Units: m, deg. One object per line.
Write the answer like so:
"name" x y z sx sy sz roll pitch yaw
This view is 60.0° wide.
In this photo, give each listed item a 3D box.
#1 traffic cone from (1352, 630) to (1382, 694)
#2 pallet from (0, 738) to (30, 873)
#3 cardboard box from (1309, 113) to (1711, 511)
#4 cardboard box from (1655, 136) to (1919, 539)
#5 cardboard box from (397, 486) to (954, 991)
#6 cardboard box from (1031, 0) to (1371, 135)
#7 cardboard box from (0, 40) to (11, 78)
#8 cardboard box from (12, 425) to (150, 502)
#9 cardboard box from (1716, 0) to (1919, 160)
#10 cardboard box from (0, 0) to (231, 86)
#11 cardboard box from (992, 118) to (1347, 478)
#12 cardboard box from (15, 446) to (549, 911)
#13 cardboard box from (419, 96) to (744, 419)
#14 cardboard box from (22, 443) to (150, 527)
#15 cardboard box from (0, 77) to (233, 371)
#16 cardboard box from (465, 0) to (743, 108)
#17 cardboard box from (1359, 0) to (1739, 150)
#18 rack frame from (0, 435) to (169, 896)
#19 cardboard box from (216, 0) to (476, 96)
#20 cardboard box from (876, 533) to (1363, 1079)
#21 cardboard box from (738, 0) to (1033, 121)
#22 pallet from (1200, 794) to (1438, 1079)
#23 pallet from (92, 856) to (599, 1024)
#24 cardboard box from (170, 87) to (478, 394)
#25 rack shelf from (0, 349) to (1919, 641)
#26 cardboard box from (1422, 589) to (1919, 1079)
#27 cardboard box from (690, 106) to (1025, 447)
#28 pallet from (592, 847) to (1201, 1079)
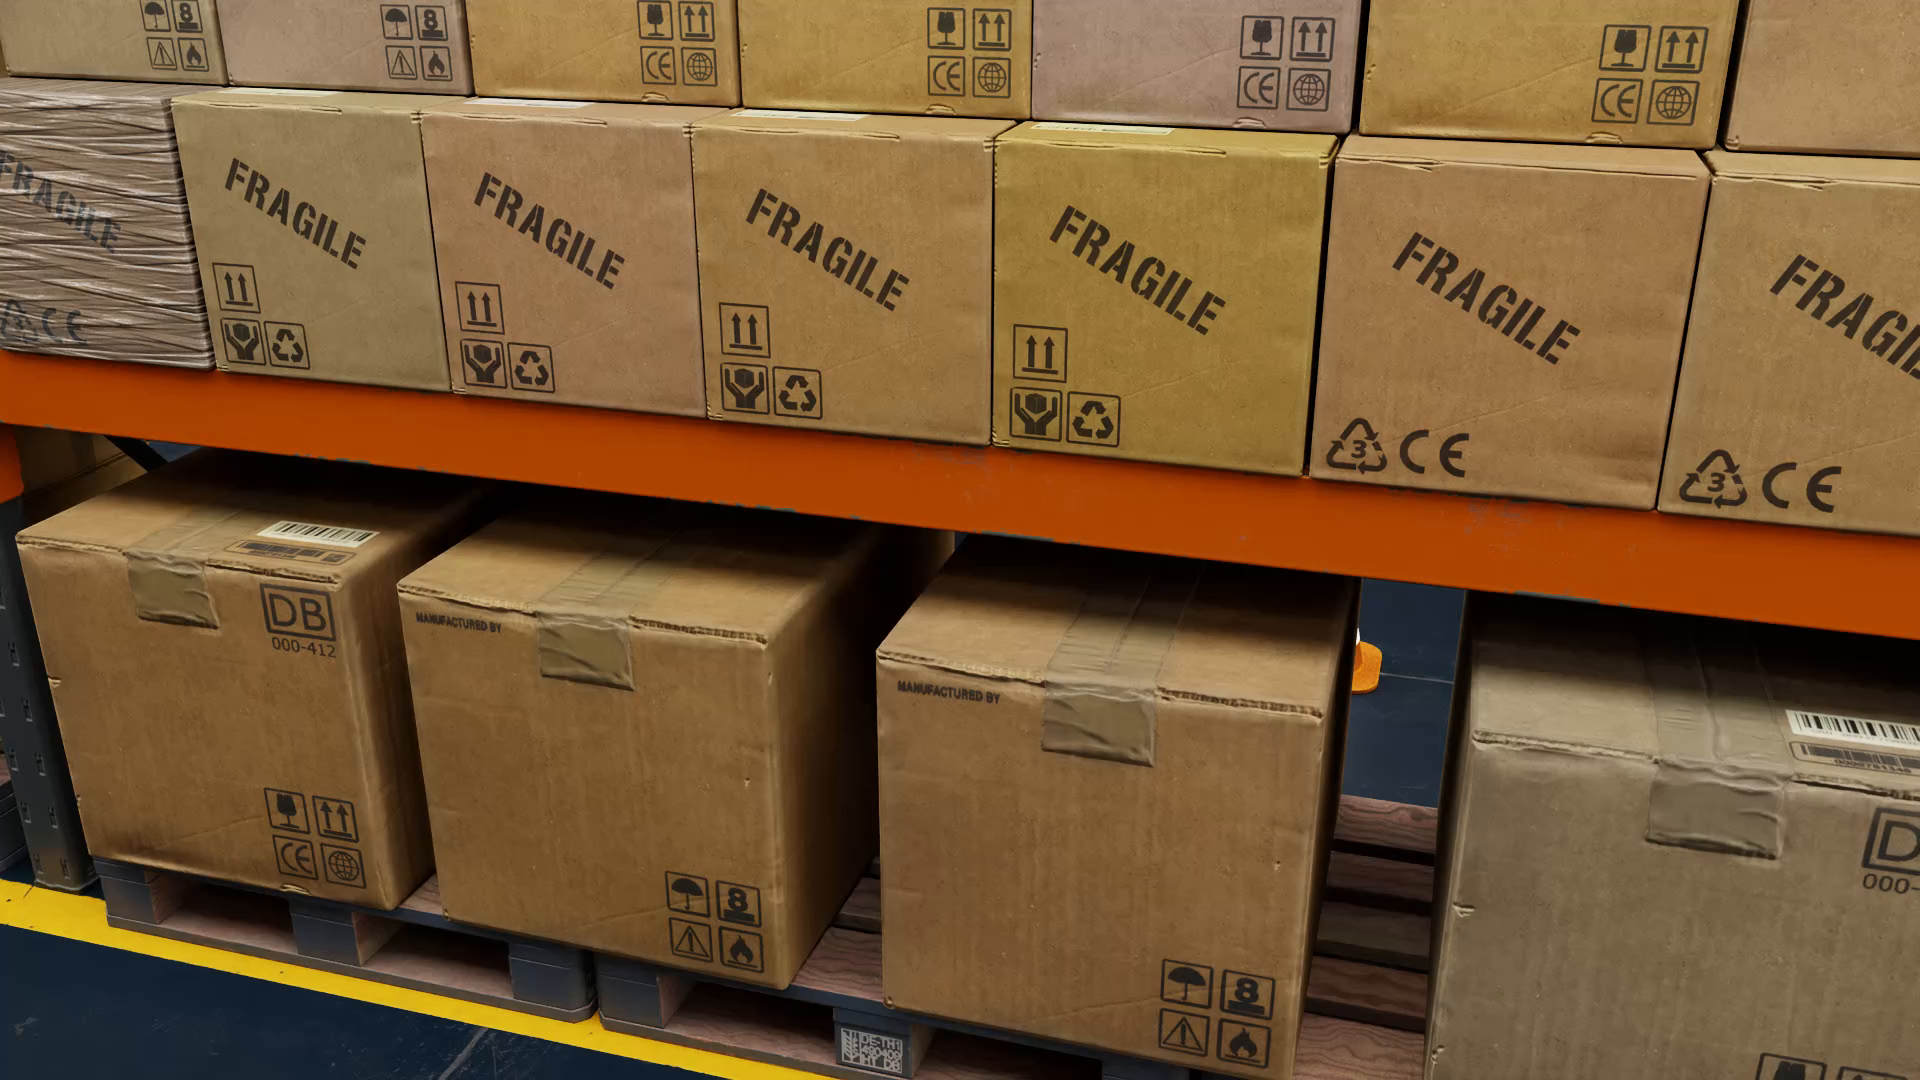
"traffic cone" 1.060 0.152 4.789 0.334 0.463 0.336 7 23 16
"pallet" -2.669 0.440 4.420 1.213 0.211 1.003 7 23 16
"cardboard box" 0.848 -0.388 2.631 0.500 0.500 0.500 6 23 15
"cardboard box" 1.331 -0.332 2.496 0.500 0.500 0.500 6 23 15
"cardboard box" -0.526 0.276 3.555 0.750 0.750 1.050 7 23 16
"cardboard box" 0.454 -0.998 2.802 0.500 0.500 0.700 7 23 16
"cardboard box" -2.326 -1.106 3.899 0.250 0.149 0.380 8 24 18
"cardboard box" -2.512 -0.313 4.332 0.500 0.250 0.500 5 23 13
"cardboard box" 1.431 -0.887 2.531 0.500 0.500 0.700 6 23 15
"cardboard box" -1.494 -1.220 3.343 0.500 0.500 0.700 6 23 15
"cardboard box" 0.364 -0.443 2.766 0.500 0.500 0.500 7 23 16
"cardboard box" -1.364 0.182 3.786 0.750 0.750 1.050 6 23 15
"cardboard box" -0.599 -0.553 3.034 0.500 0.500 0.500 7 23 15
"cardboard box" -2.525 0.028 4.491 0.500 0.500 0.500 6 23 13
"cardboard box" -1.570 -0.663 3.303 0.500 0.500 0.500 7 23 16
"cardboard box" -0.518 -1.110 3.074 0.500 0.500 0.700 6 23 15
"cardboard box" 0.938 -0.943 2.666 0.500 0.500 0.700 6 23 15
"rack frame" -1.921 -0.764 3.681 0.127 3.000 1.000 7 23 16
"cardboard box" -1.010 -1.165 3.210 0.500 0.500 0.700 6 23 15
"cardboard box" 0.365 0.378 3.307 0.750 0.750 1.050 7 23 15
"cardboard box" -0.029 -1.054 2.938 0.500 0.500 0.700 6 23 15
"pallet" 1.148 0.907 3.281 1.213 0.211 1.003 7 23 16
"pallet" -1.188 0.640 3.933 1.213 0.211 1.003 7 23 16
"cardboard box" -1.082 -0.609 3.170 0.500 0.500 0.500 6 23 15
"rack shelf" -0.007 -0.212 3.283 4.000 0.370 1.077 7 23 16
"cardboard box" 1.288 0.485 3.045 0.750 0.750 1.050 6 23 15
"cardboard box" -0.123 -0.498 2.899 0.500 0.500 0.500 6 23 15
"pallet" -0.024 0.774 3.605 1.213 0.211 1.003 7 23 16
